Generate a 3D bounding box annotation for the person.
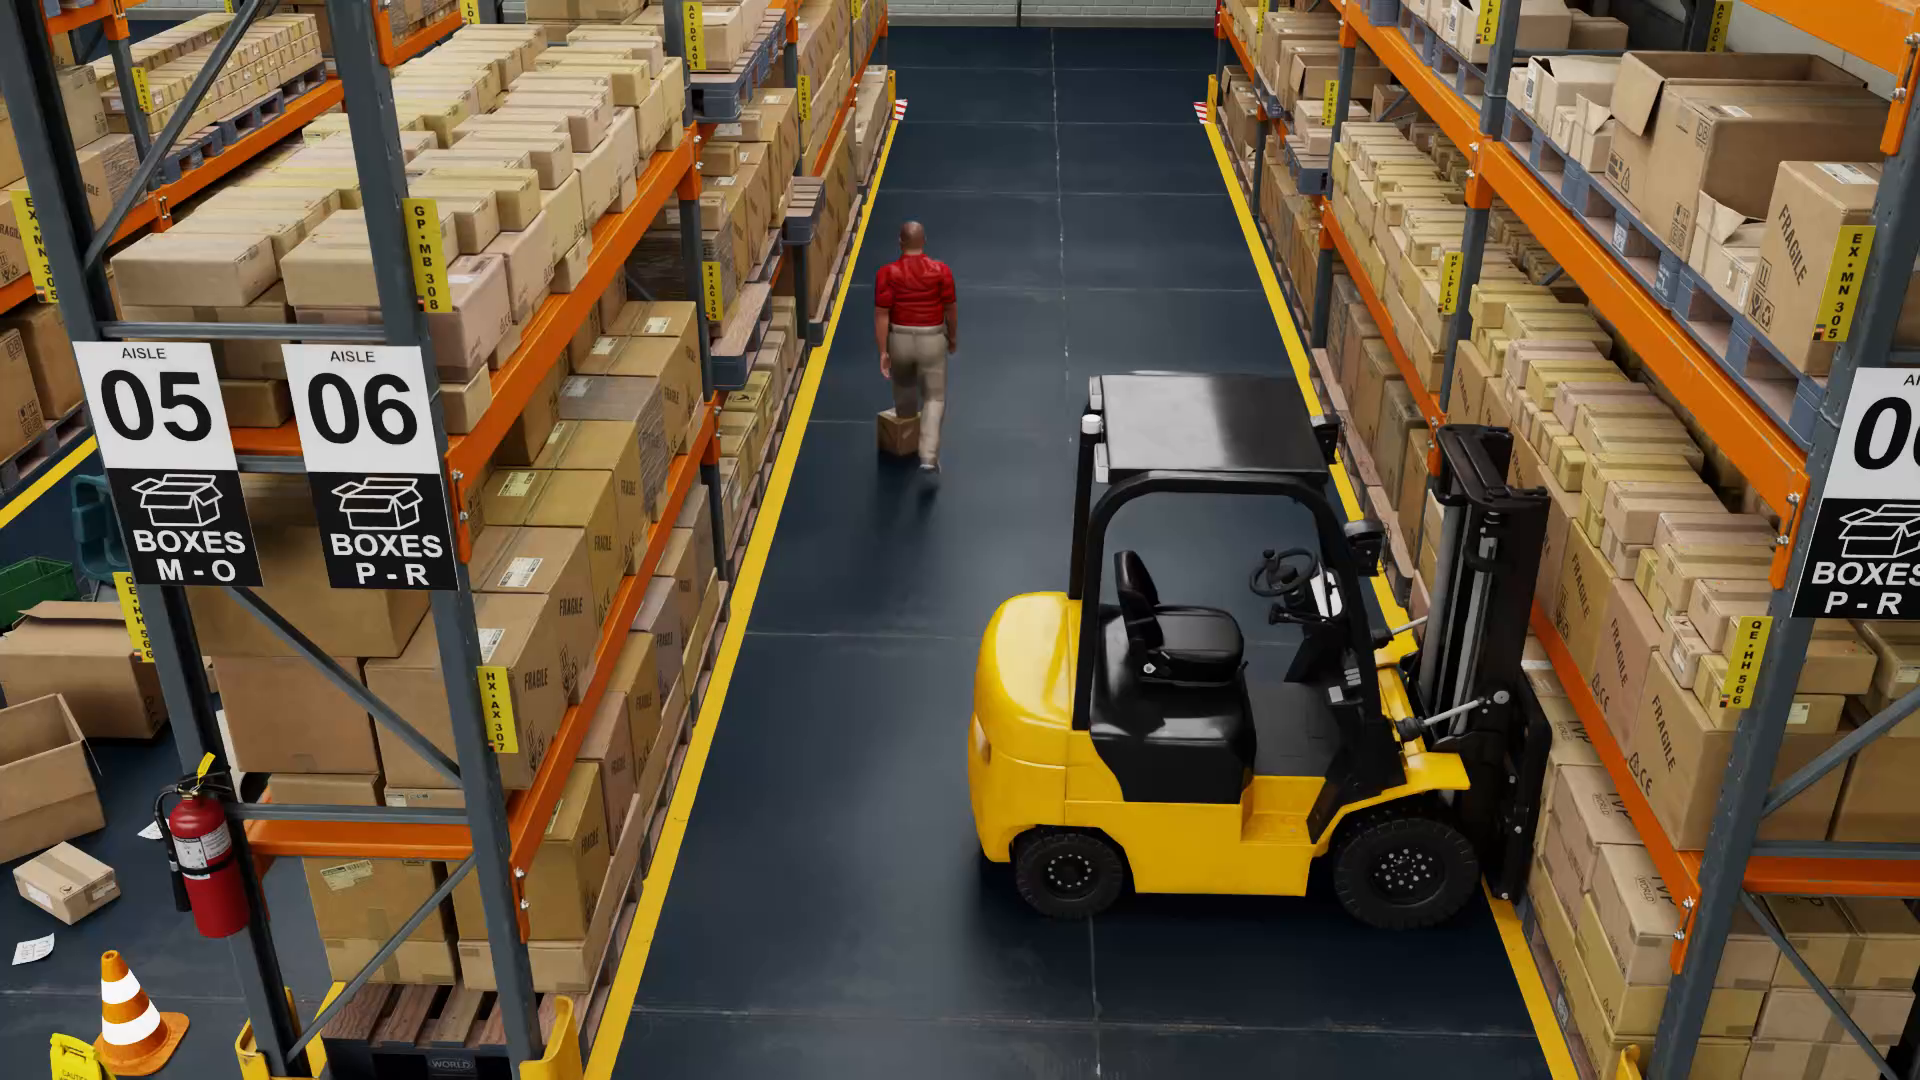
[{"bbox_3d":[-0.290,-1.299,11.095,0.536,1.674,1.071,2,28,4],"label":"person"}]
